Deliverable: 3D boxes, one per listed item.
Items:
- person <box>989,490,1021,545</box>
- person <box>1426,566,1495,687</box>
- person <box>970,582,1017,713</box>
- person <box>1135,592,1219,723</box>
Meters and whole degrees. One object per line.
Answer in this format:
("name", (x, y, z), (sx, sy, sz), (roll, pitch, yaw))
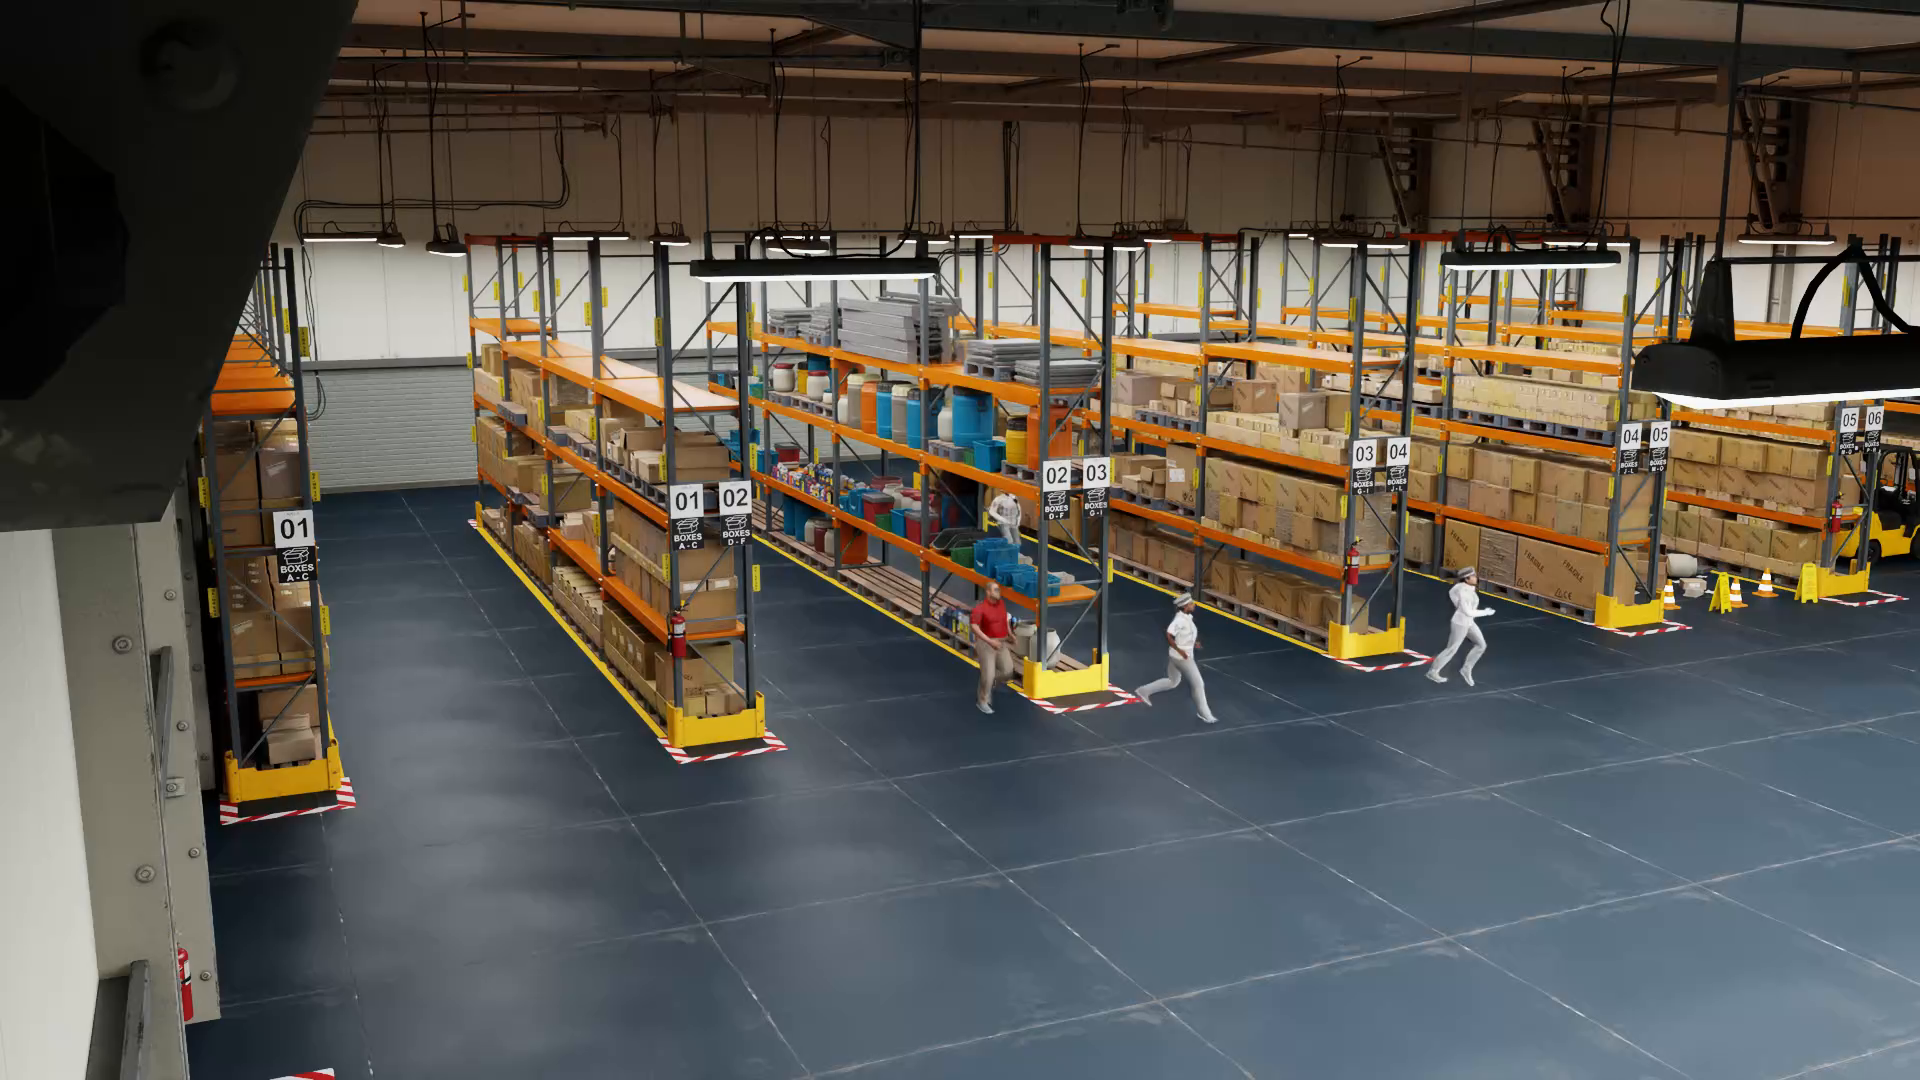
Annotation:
("person", (0.832, -0.317, 29.296), (0.663, 1.533, 0.610), (-7, 13, -31))
("person", (6.849, 1.166, 22.679), (0.847, 1.697, 0.621), (5, 12, 24))
("person", (0.450, 1.384, 21.634), (0.701, 1.692, 0.498), (-9, 14, -40))
("person", (2.773, 1.496, 21.115), (1.070, 1.718, 0.513), (0, 11, 0))
